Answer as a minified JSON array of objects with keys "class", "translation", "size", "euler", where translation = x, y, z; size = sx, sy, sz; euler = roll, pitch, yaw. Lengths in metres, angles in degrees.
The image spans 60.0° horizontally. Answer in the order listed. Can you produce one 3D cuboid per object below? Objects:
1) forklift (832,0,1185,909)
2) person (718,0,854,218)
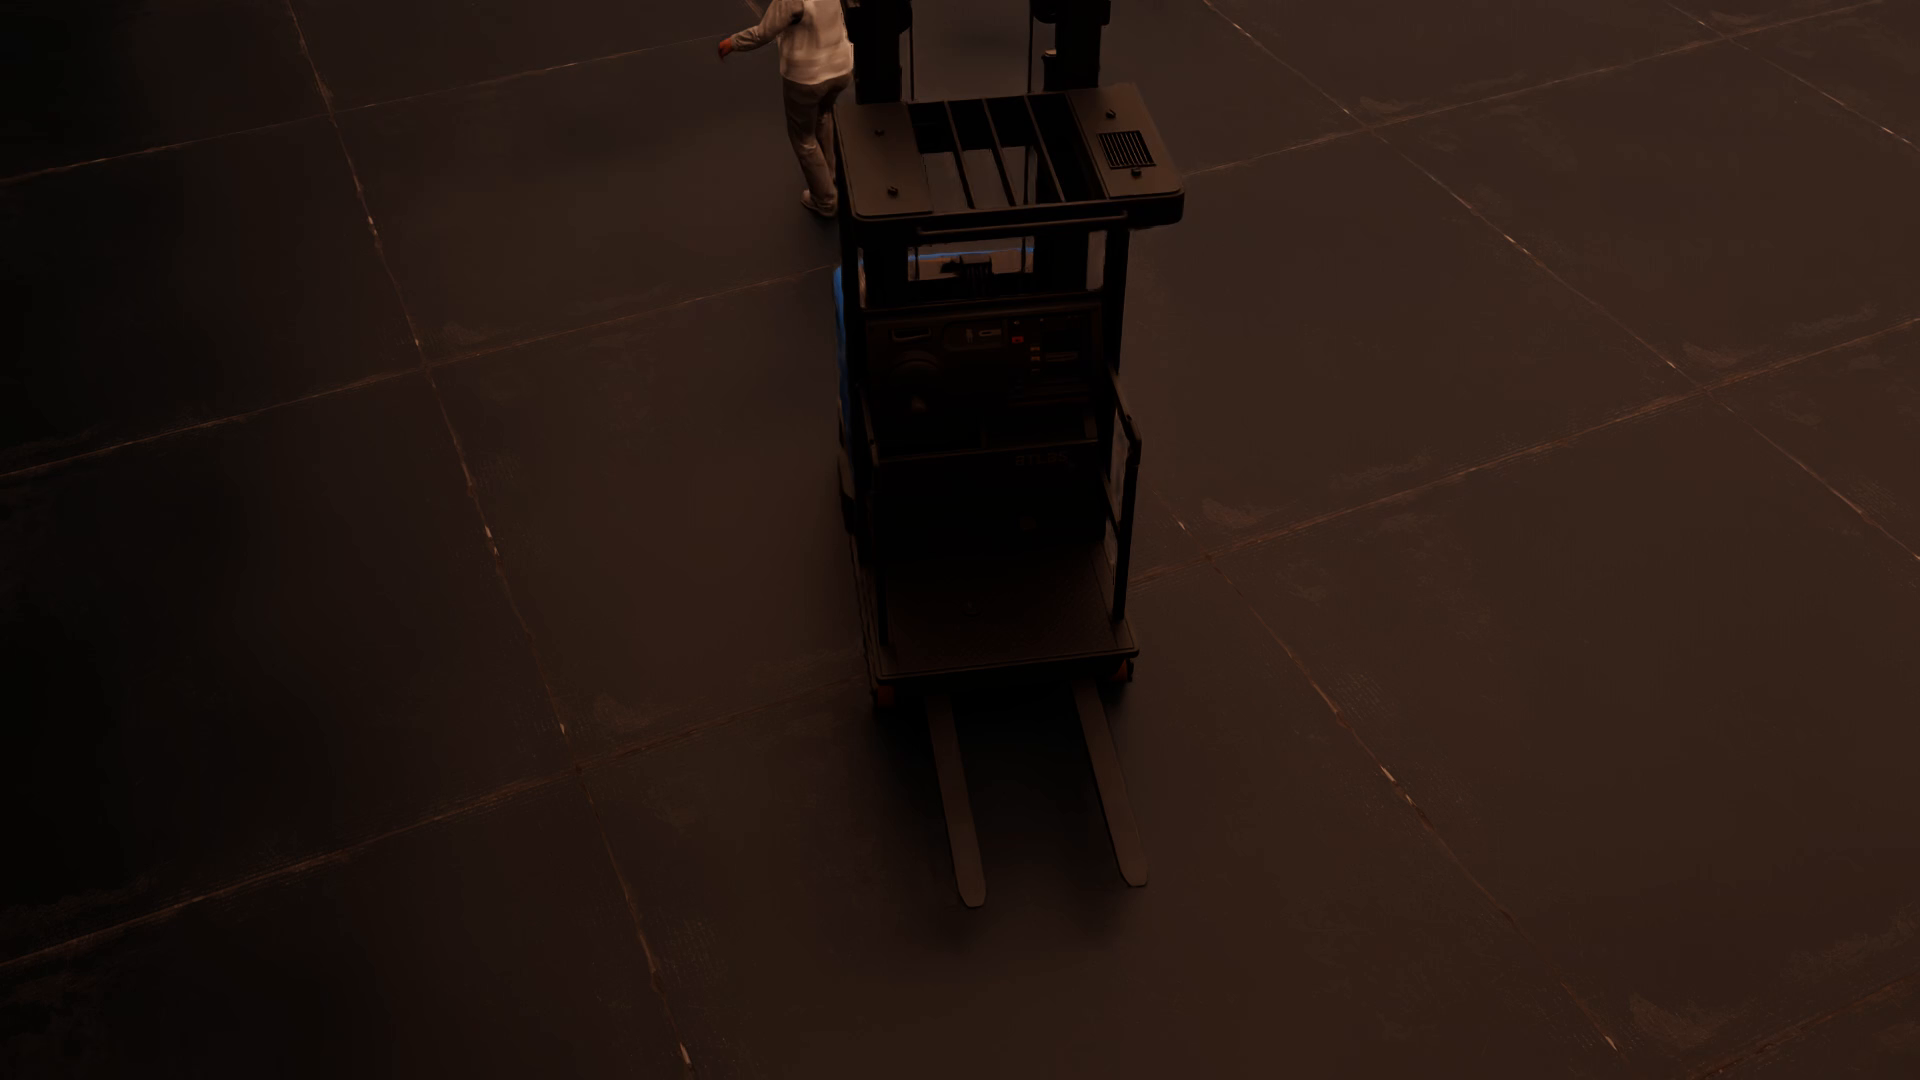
[{"class":"forklift","translation":[0.132,-0.621,6.346],"size":[1.130,2.935,3.031],"euler":[-6,43,-6]},{"class":"person","translation":[-0.859,-2.712,9.493],"size":[0.955,1.799,0.580],"euler":[-29,50,-27]}]
